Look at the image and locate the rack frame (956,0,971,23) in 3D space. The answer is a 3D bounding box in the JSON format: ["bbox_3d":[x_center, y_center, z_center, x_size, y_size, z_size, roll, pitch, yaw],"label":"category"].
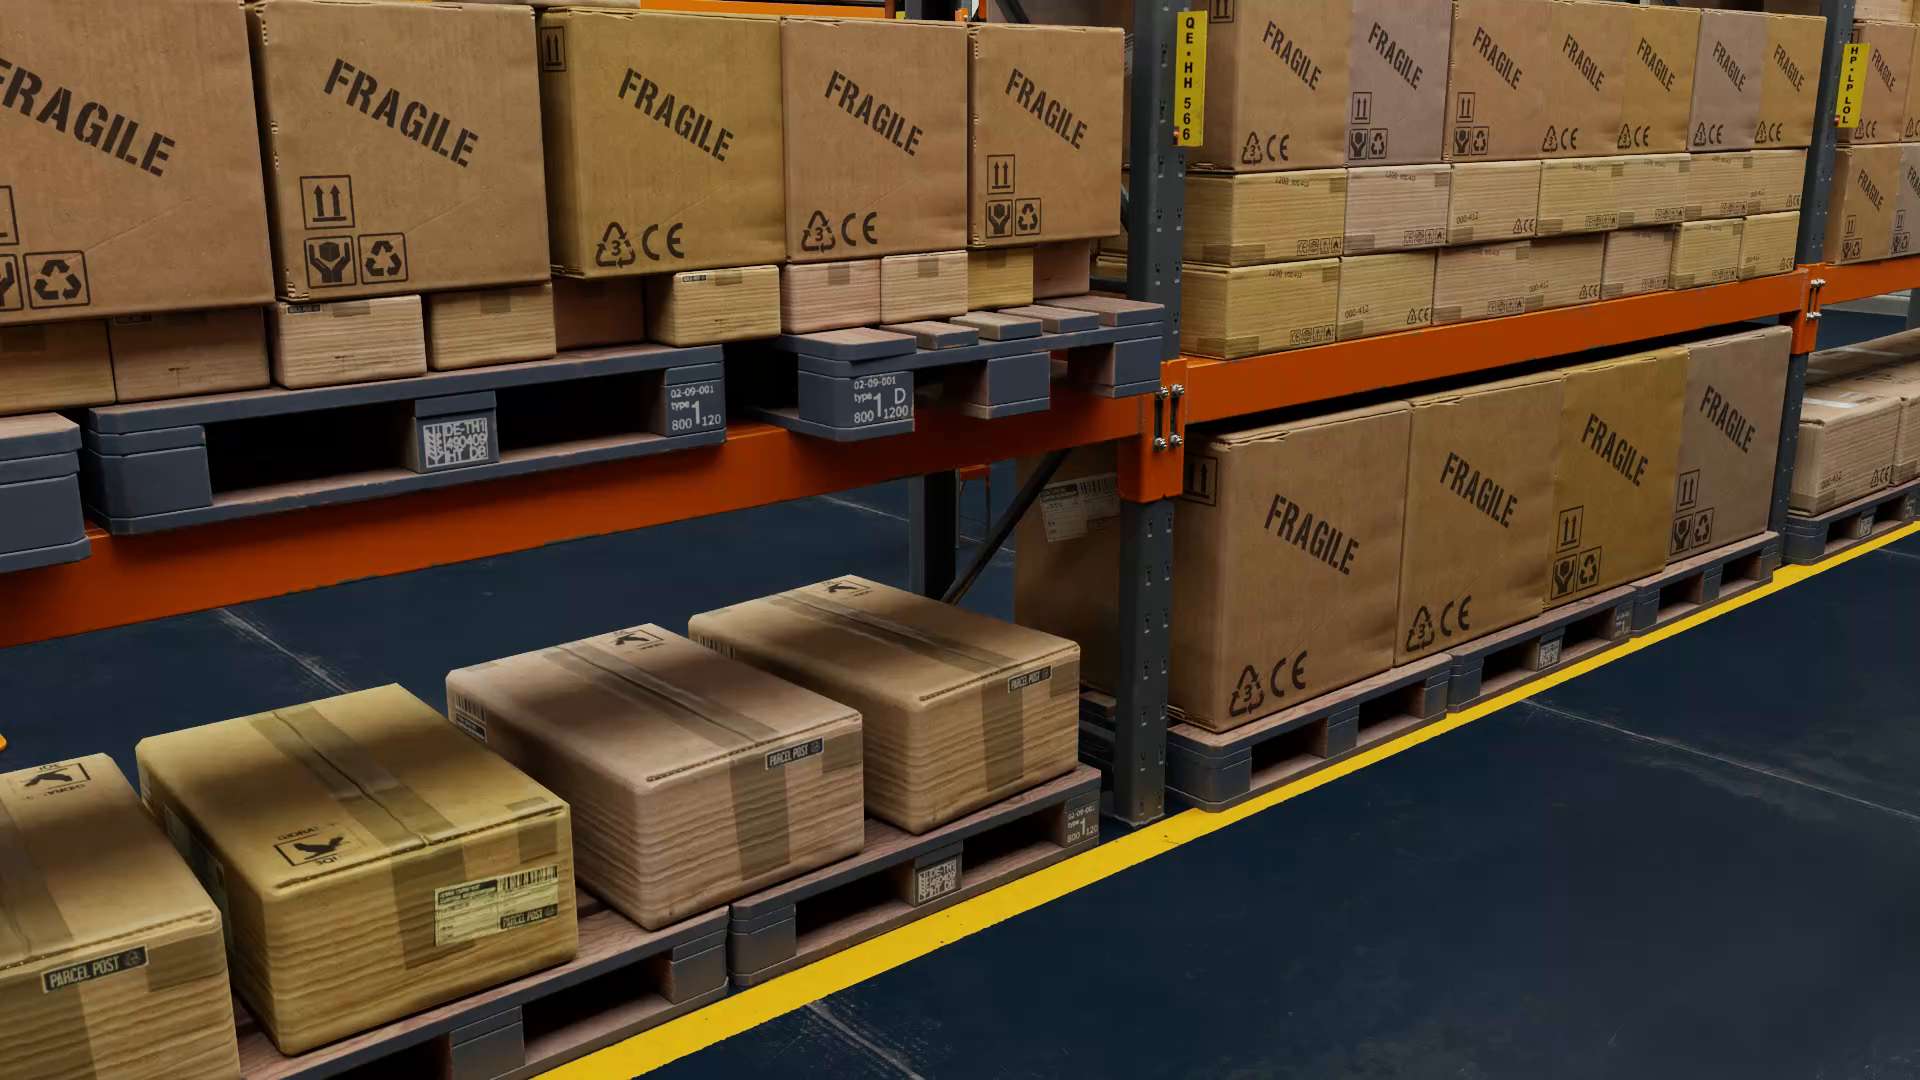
[{"bbox_3d":[-0.259,-4.022,16.994,0.127,3.000,1.000,-13,19,-39],"label":"rack frame"}]

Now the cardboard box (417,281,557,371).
[{"bbox_3d":[-0.999,-0.440,3.257,0.250,0.149,0.380,-13,20,-41],"label":"cardboard box"}]

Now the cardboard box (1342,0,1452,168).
[{"bbox_3d":[1.111,-1.391,5.012,0.500,0.500,0.500,-13,19,-39],"label":"cardboard box"}]

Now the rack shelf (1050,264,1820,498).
[{"bbox_3d":[1.720,-0.729,6.059,4.000,0.370,1.077,-13,19,-39],"label":"rack shelf"}]

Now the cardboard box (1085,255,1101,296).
[{"bbox_3d":[0.422,-0.801,5.227,0.500,0.250,0.500,-14,20,-41],"label":"cardboard box"}]

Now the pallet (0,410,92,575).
[{"bbox_3d":[-2.135,-0.068,2.565,1.213,0.211,1.003,-13,19,-39],"label":"pallet"}]

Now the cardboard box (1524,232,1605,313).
[{"bbox_3d":[1.891,-0.961,5.827,0.500,0.250,0.500,-13,19,-39],"label":"cardboard box"}]

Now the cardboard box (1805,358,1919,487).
[{"bbox_3d":[4.447,-0.617,8.400,0.875,0.438,0.875,-13,20,-41],"label":"cardboard box"}]

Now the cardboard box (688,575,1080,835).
[{"bbox_3d":[-0.222,0.423,4.632,0.625,0.372,0.950,-14,21,-43],"label":"cardboard box"}]

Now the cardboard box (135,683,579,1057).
[{"bbox_3d":[-1.349,0.677,3.681,0.625,0.372,0.950,-12,19,-38],"label":"cardboard box"}]

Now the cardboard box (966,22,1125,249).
[{"bbox_3d":[0.050,-1.001,4.102,0.500,0.500,0.500,-13,20,-41],"label":"cardboard box"}]

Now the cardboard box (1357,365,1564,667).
[{"bbox_3d":[1.462,-0.165,5.858,0.875,0.875,0.875,-12,19,-39],"label":"cardboard box"}]

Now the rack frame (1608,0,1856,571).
[{"bbox_3d":[3.228,-1.415,7.235,0.127,3.000,1.000,-13,19,-39],"label":"rack frame"}]

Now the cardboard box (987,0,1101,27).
[{"bbox_3d":[0.429,-1.407,5.075,0.500,0.500,0.500,-13,20,-41],"label":"cardboard box"}]

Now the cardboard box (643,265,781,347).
[{"bbox_3d":[-0.591,-0.516,3.543,0.250,0.149,0.380,-12,19,-38],"label":"cardboard box"}]

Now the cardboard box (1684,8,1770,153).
[{"bbox_3d":[2.671,-1.733,6.293,0.500,0.500,0.500,-12,19,-38],"label":"cardboard box"}]

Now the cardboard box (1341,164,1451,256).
[{"bbox_3d":[1.146,-1.032,5.121,0.500,0.250,0.500,-12,19,-38],"label":"cardboard box"}]

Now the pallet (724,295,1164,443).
[{"bbox_3d":[-0.257,-0.503,4.193,1.003,0.211,1.213,-13,19,-39],"label":"pallet"}]

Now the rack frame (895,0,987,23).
[{"bbox_3d":[-0.097,-2.362,10.779,0.127,3.000,1.000,-13,19,-39],"label":"rack frame"}]

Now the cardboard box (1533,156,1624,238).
[{"bbox_3d":[1.921,-1.197,5.740,0.500,0.250,0.500,-12,19,-38],"label":"cardboard box"}]

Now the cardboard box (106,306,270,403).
[{"bbox_3d":[-1.415,-0.354,2.935,0.250,0.149,0.380,-12,19,-39],"label":"cardboard box"}]

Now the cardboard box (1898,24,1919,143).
[{"bbox_3d":[4.132,-2.064,7.534,0.500,0.500,0.500,-13,20,-40],"label":"cardboard box"}]

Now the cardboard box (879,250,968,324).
[{"bbox_3d":[-0.197,-0.607,3.882,0.250,0.149,0.380,-13,20,-40],"label":"cardboard box"}]

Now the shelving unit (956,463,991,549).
[{"bbox_3d":[-0.011,-0.577,7.586,0.189,1.200,0.258,-13,19,-39],"label":"shelving unit"}]

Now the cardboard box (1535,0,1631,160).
[{"bbox_3d":[1.895,-1.560,5.647,0.500,0.500,0.500,-12,19,-38],"label":"cardboard box"}]

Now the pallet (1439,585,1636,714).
[{"bbox_3d":[1.775,0.285,6.273,1.213,0.211,1.003,-13,19,-39],"label":"pallet"}]

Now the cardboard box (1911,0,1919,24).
[{"bbox_3d":[4.213,-2.391,7.500,0.250,0.149,0.380,-13,20,-40],"label":"cardboard box"}]

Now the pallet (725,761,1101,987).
[{"bbox_3d":[-0.380,0.742,4.563,1.213,0.211,1.003,-13,19,-39],"label":"pallet"}]

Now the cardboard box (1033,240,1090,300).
[{"bbox_3d":[0.118,-0.718,4.297,0.250,0.149,0.380,-12,19,-37],"label":"cardboard box"}]

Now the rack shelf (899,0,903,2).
[{"bbox_3d":[1.411,-3.802,11.753,4.000,0.370,1.077,-13,19,-39],"label":"rack shelf"}]

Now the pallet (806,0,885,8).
[{"bbox_3d":[-0.812,-5.301,16.141,1.213,0.211,1.003,-13,19,-39],"label":"pallet"}]

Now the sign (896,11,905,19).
[{"bbox_3d":[-0.156,-1.404,4.951,0.005,0.325,0.100,-13,19,-39],"label":"sign"}]

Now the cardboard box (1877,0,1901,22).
[{"bbox_3d":[3.820,-2.309,7.195,0.250,0.149,0.380,-12,19,-39],"label":"cardboard box"}]

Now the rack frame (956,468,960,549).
[{"bbox_3d":[-0.080,-0.562,7.528,0.006,1.200,0.240,-13,19,-39],"label":"rack frame"}]

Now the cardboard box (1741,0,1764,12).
[{"bbox_3d":[3.522,-2.397,7.525,0.250,0.149,0.380,-12,19,-38],"label":"cardboard box"}]

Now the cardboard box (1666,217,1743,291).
[{"bbox_3d":[2.670,-1.131,6.464,0.500,0.250,0.500,-13,20,-40],"label":"cardboard box"}]

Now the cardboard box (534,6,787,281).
[{"bbox_3d":[-0.712,-0.826,3.445,0.500,0.500,0.500,-14,21,-43],"label":"cardboard box"}]

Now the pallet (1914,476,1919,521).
[{"bbox_3d":[4.774,-0.389,8.798,1.213,0.211,1.003,-13,19,-39],"label":"pallet"}]

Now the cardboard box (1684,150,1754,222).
[{"bbox_3d":[2.683,-1.376,6.411,0.500,0.250,0.500,-12,19,-38],"label":"cardboard box"}]

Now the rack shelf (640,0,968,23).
[{"bbox_3d":[-1.768,-4.785,15.432,4.000,0.370,1.077,-13,19,-39],"label":"rack shelf"}]

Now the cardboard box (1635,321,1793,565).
[{"bbox_3d":[2.813,-0.471,7.003,0.875,0.875,0.875,-12,19,-38],"label":"cardboard box"}]

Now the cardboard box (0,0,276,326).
[{"bbox_3d":[-1.505,-0.644,2.766,0.500,0.500,0.500,-13,20,-40],"label":"cardboard box"}]

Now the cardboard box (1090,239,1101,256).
[{"bbox_3d":[0.409,-1.038,5.145,0.500,0.250,0.500,-13,20,-40],"label":"cardboard box"}]

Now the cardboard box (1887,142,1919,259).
[{"bbox_3d":[4.136,-1.576,7.645,0.500,0.500,0.500,-12,19,-39],"label":"cardboard box"}]

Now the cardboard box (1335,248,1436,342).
[{"bbox_3d":[1.121,-0.789,5.183,0.500,0.250,0.500,-13,20,-41],"label":"cardboard box"}]

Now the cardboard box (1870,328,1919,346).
[{"bbox_3d":[5.814,-0.926,9.557,0.875,0.438,0.875,-14,20,-41],"label":"cardboard box"}]

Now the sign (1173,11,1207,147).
[{"bbox_3d":[0.574,-1.154,4.169,0.005,0.325,0.100,-13,19,-39],"label":"sign"}]

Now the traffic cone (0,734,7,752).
[{"bbox_3d":[-3.228,0.439,5.208,0.334,0.463,0.336,-13,19,-39],"label":"traffic cone"}]
